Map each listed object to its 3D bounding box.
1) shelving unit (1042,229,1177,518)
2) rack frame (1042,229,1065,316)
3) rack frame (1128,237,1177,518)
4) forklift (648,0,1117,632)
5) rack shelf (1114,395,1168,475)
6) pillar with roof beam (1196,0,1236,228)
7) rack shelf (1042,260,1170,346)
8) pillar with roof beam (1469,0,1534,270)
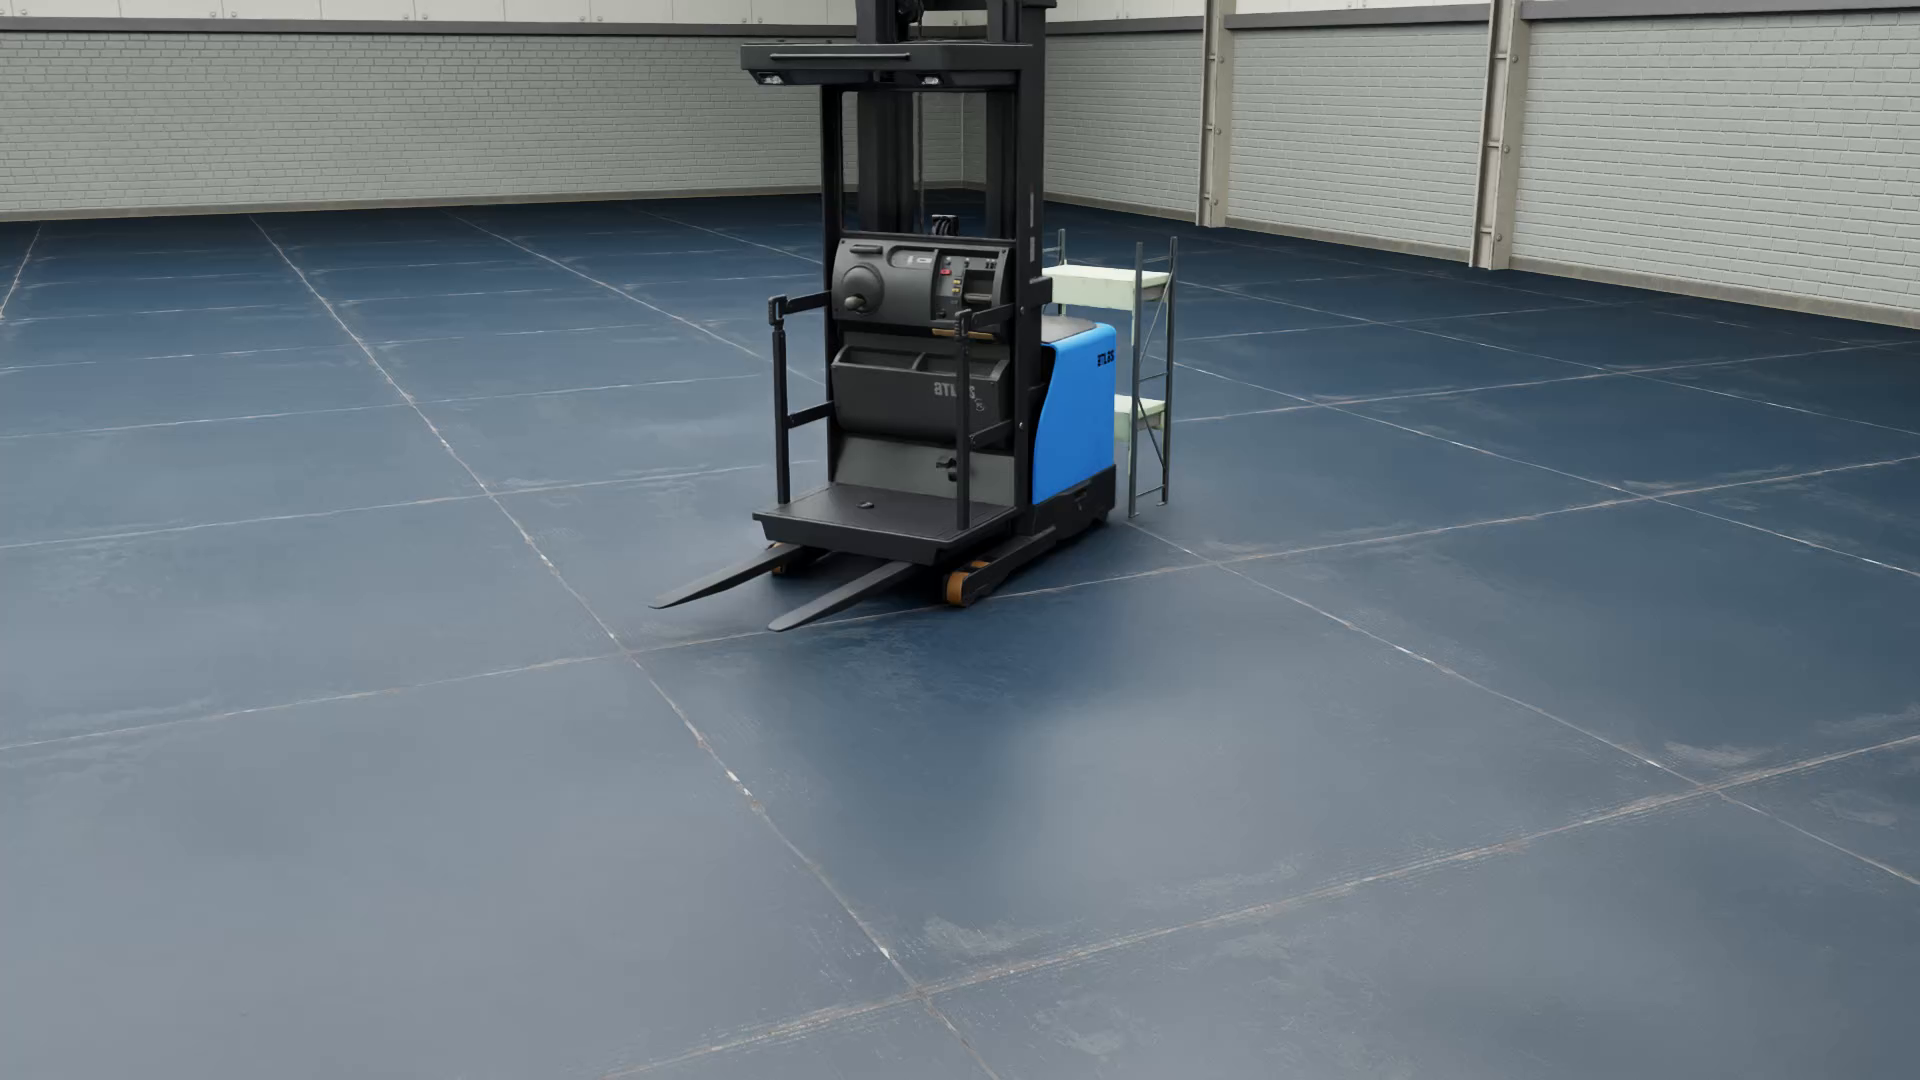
[{"bbox_3d":[0.766,-0.950,9.343,0.755,1.500,0.431,12,20,35],"label":"shelving unit"},{"bbox_3d":[0.473,-1.011,9.554,0.023,1.500,0.400,12,20,35],"label":"rack frame"},{"bbox_3d":[1.059,-0.890,9.132,0.023,1.500,0.400,12,20,35],"label":"rack frame"},{"bbox_3d":[-0.295,-1.241,7.762,1.130,2.935,3.031,9,18,27],"label":"forklift"},{"bbox_3d":[0.766,-0.637,9.433,0.720,0.370,0.431,12,20,35],"label":"rack shelf"},{"bbox_3d":[-0.005,-8.636,22.530,9.100,9.000,0.400,-8,18,-25],"label":"pillar with roof beam"},{"bbox_3d":[0.766,-1.325,9.236,0.720,0.370,0.431,12,20,35],"label":"rack shelf"},{"bbox_3d":[2.624,-7.148,17.346,9.100,9.000,0.400,-8,18,-25],"label":"pillar with roof beam"}]
